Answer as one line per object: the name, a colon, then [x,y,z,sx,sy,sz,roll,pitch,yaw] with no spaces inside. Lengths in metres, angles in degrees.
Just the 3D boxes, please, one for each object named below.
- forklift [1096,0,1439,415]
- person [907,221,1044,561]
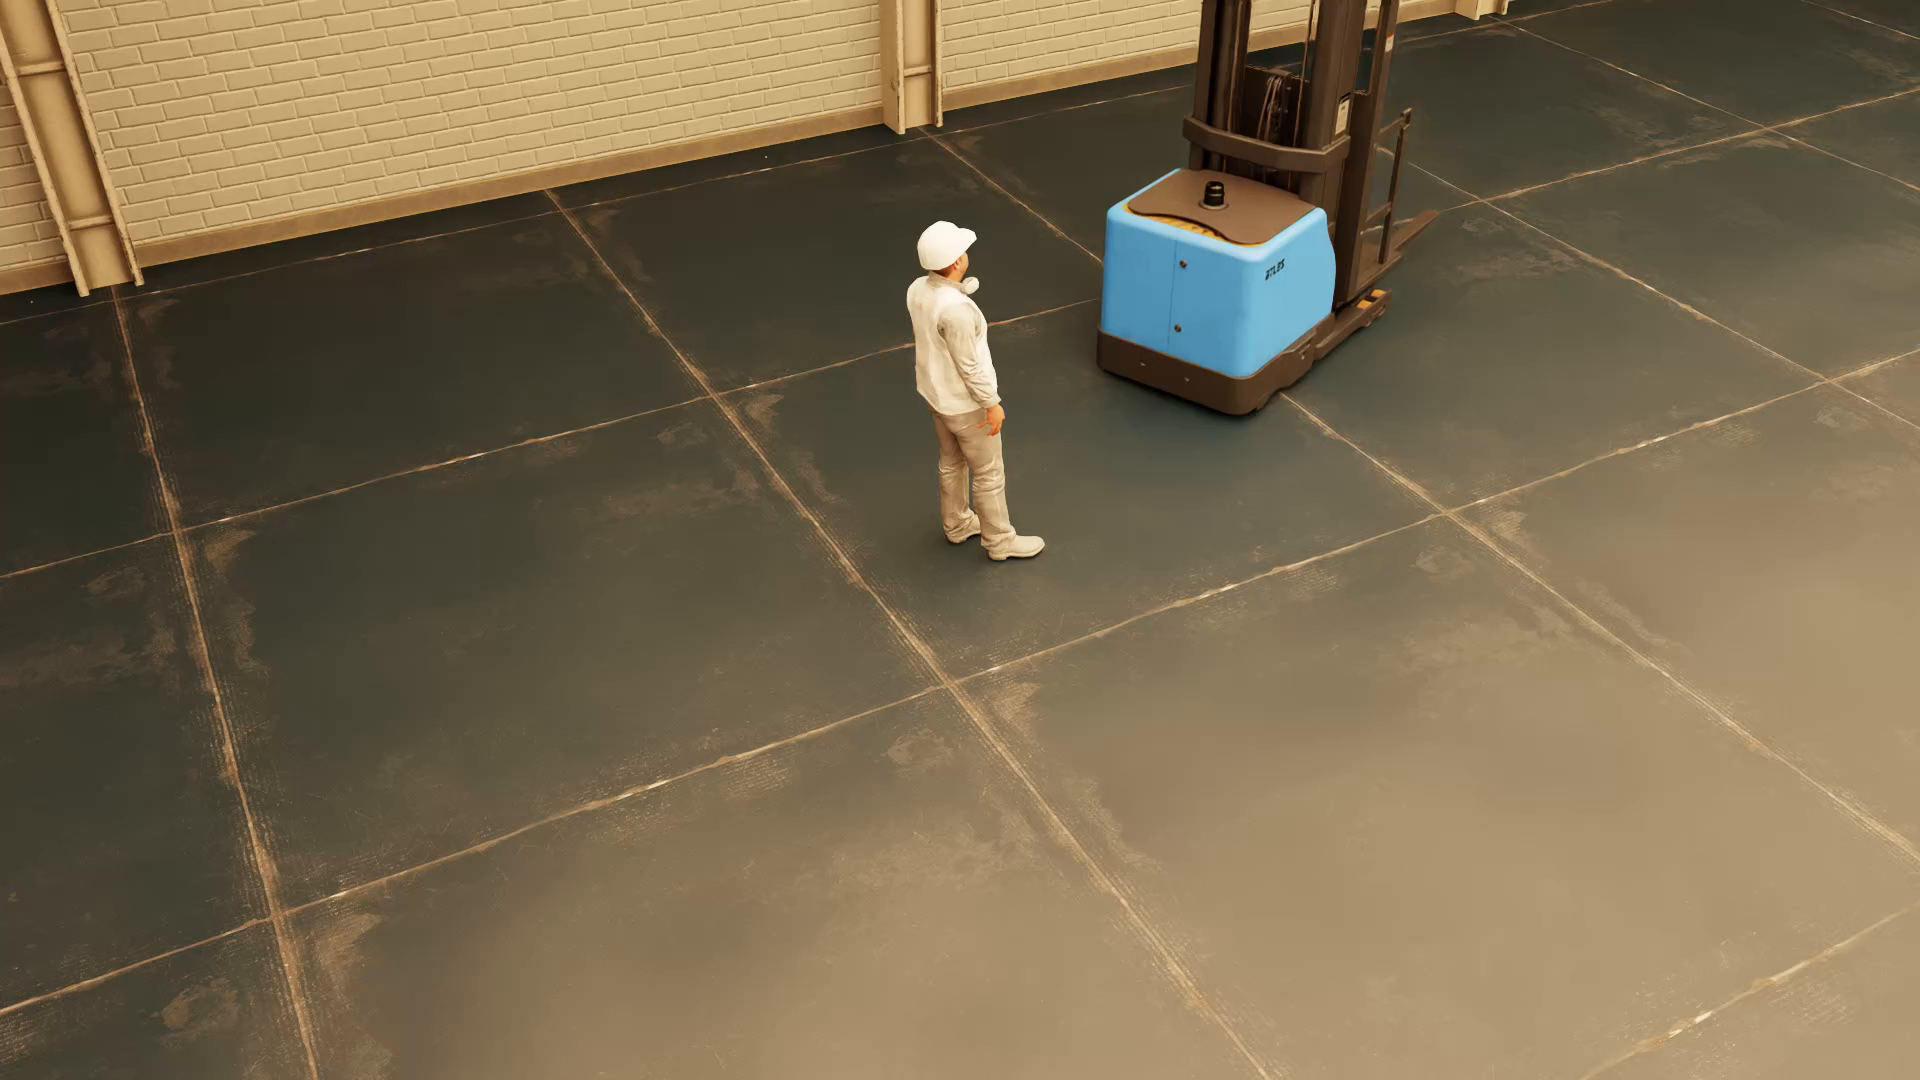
forklift: [2.119,-2.708,9.955,1.130,2.935,3.031,24,42,30]
person: [0.059,-0.743,8.165,0.566,1.775,0.633,-17,39,-23]
